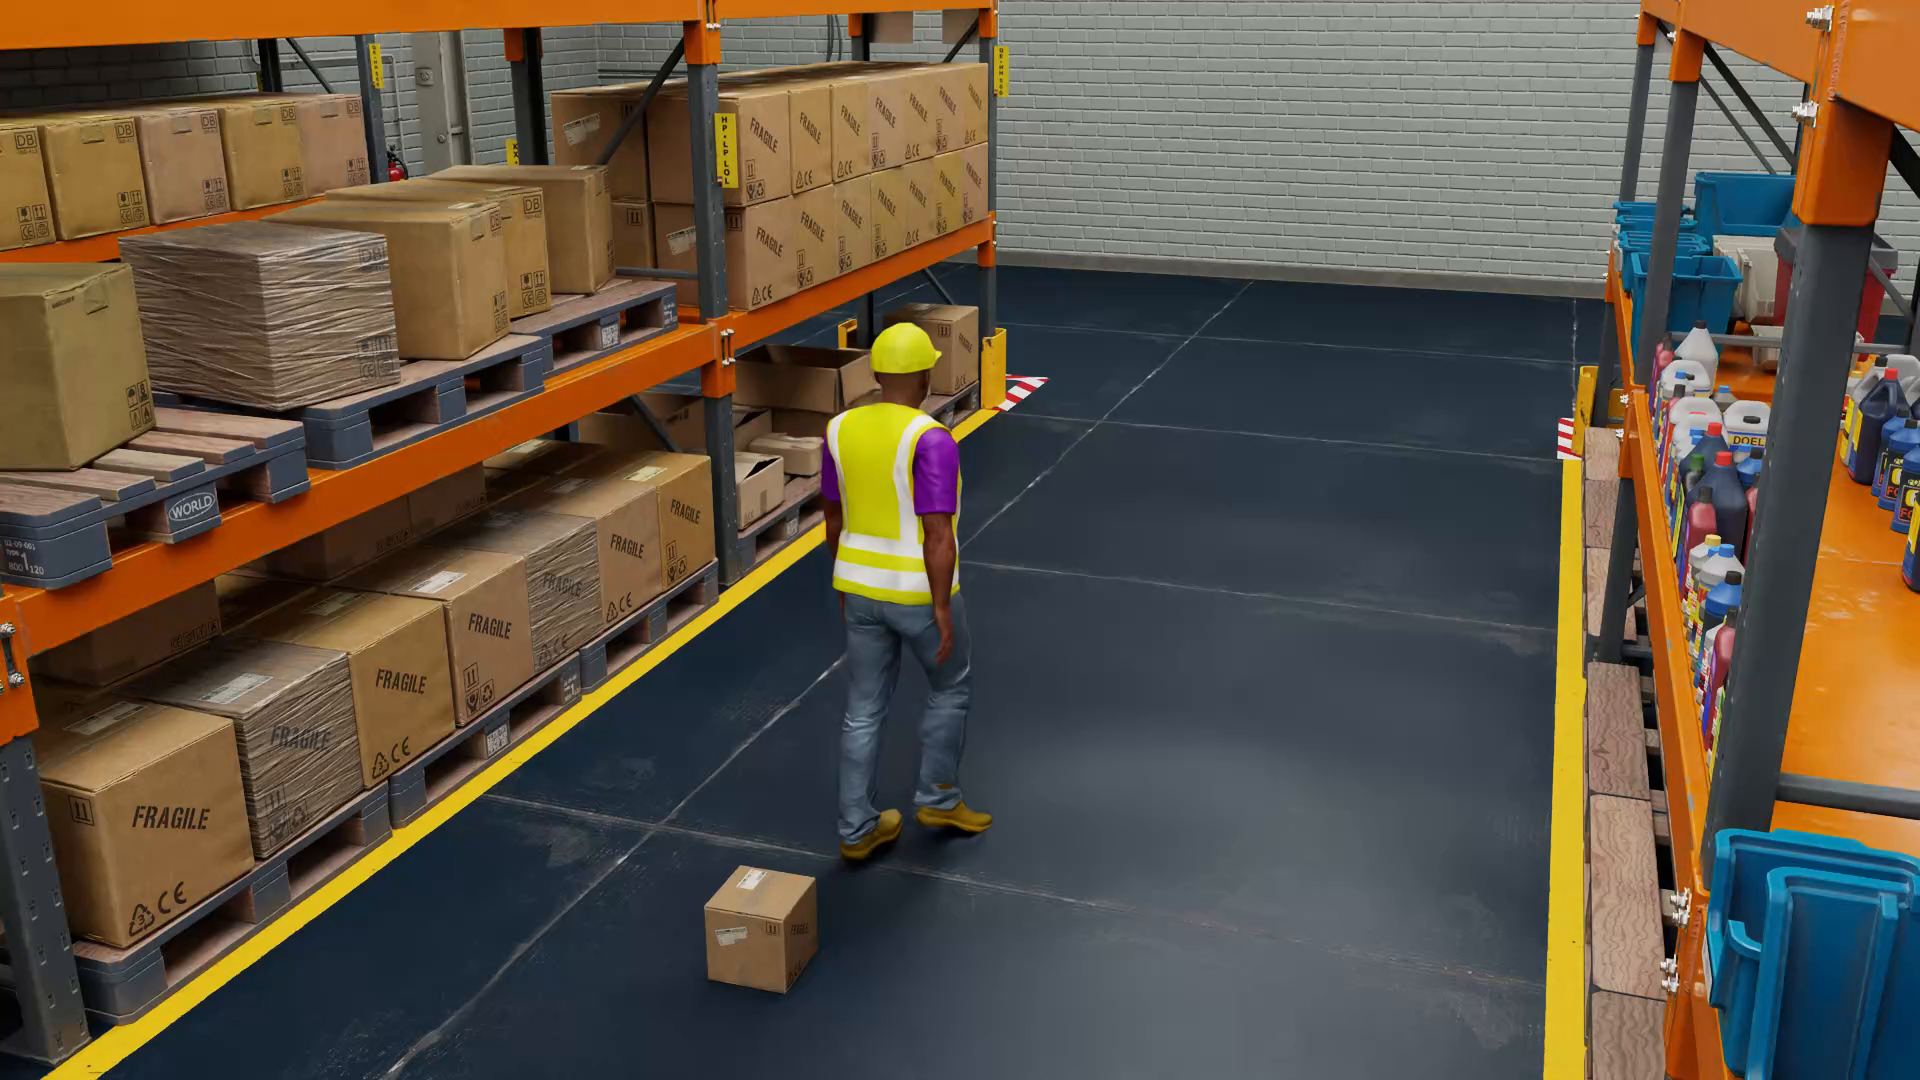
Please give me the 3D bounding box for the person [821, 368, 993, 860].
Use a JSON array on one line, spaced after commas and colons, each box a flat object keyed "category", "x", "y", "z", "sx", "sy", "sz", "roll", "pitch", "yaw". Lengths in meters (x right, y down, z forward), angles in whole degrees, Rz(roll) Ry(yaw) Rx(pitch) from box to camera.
[{"category": "person", "x": -0.228, "y": 0.214, "z": 5.473, "sx": 0.606, "sy": 1.758, "sz": 0.581, "roll": 11, "pitch": 22, "yaw": 30}]
